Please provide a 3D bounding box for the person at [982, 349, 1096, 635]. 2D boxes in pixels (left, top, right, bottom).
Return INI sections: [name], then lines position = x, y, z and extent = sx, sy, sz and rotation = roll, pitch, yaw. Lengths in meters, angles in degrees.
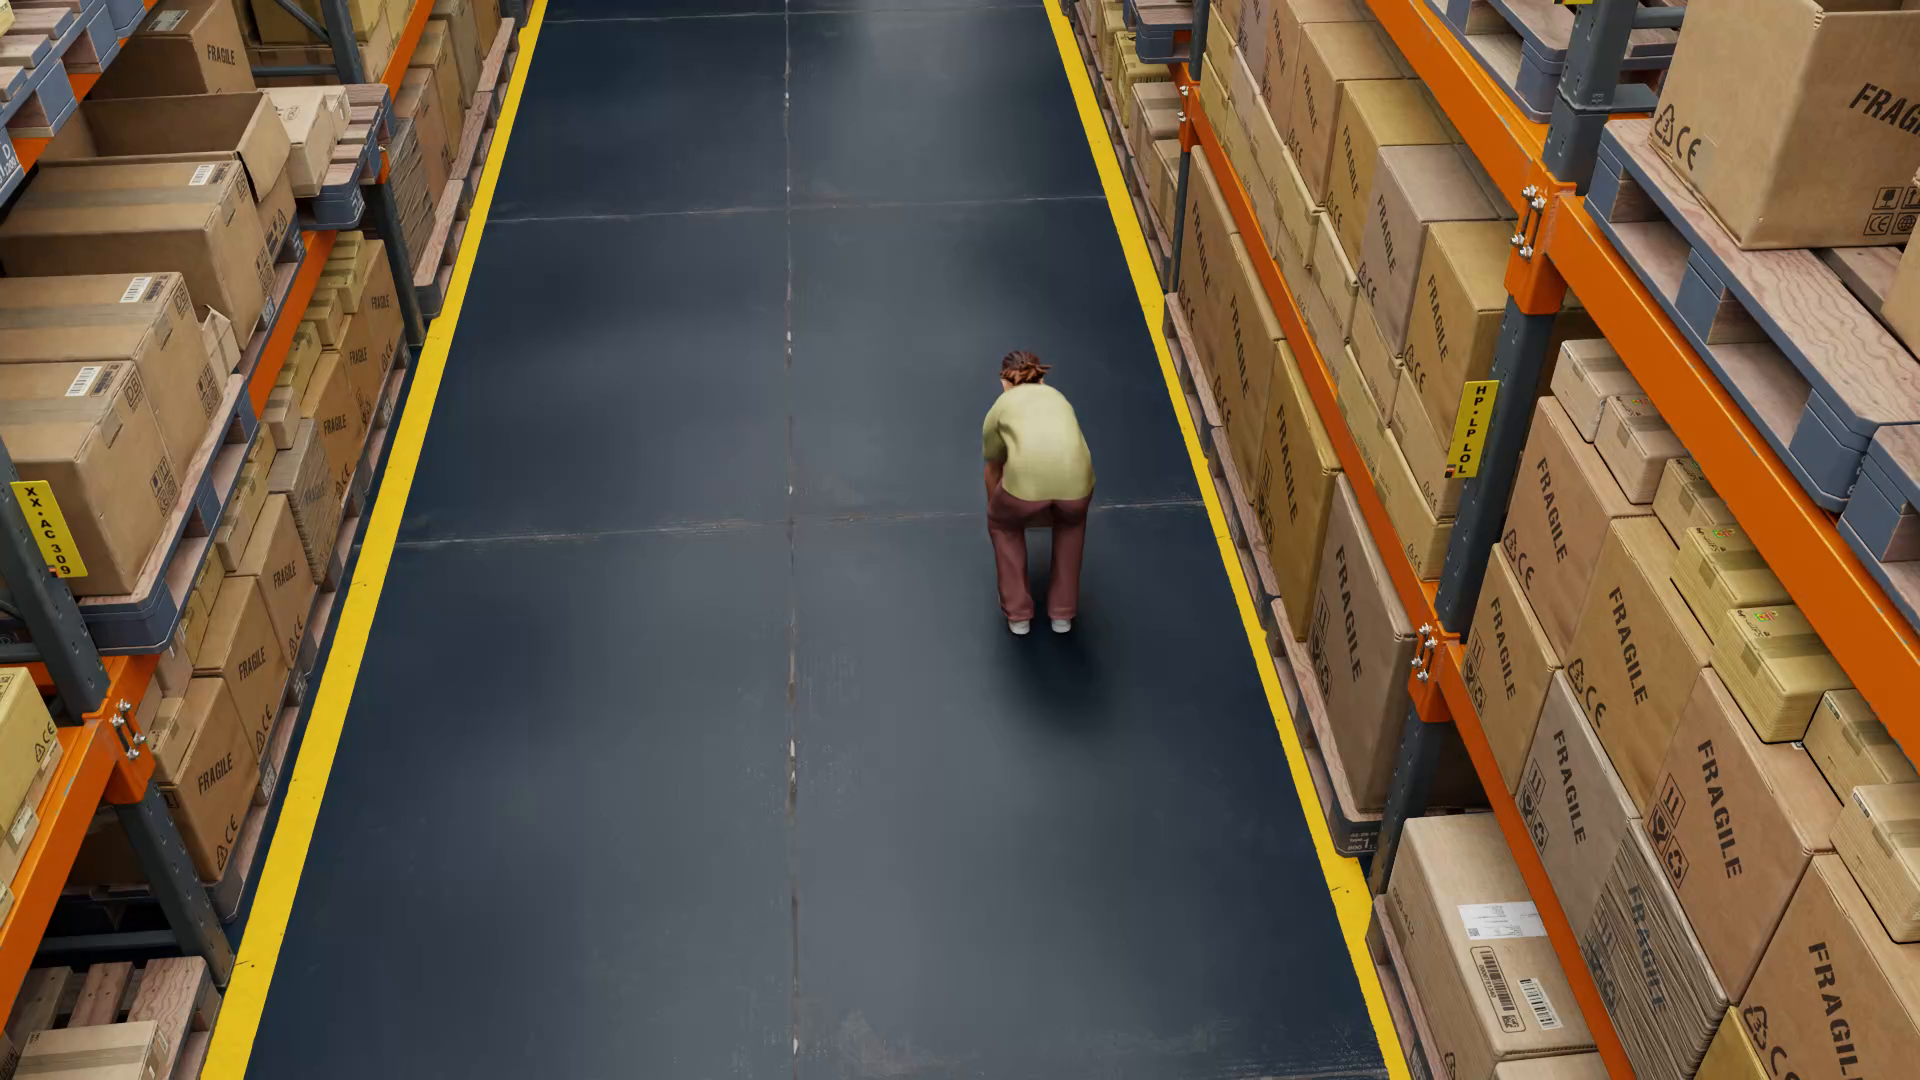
[person]
position = 0.308, -0.191, 6.884
extent = 0.416, 1.051, 0.872
rotation = -5, 39, -5
